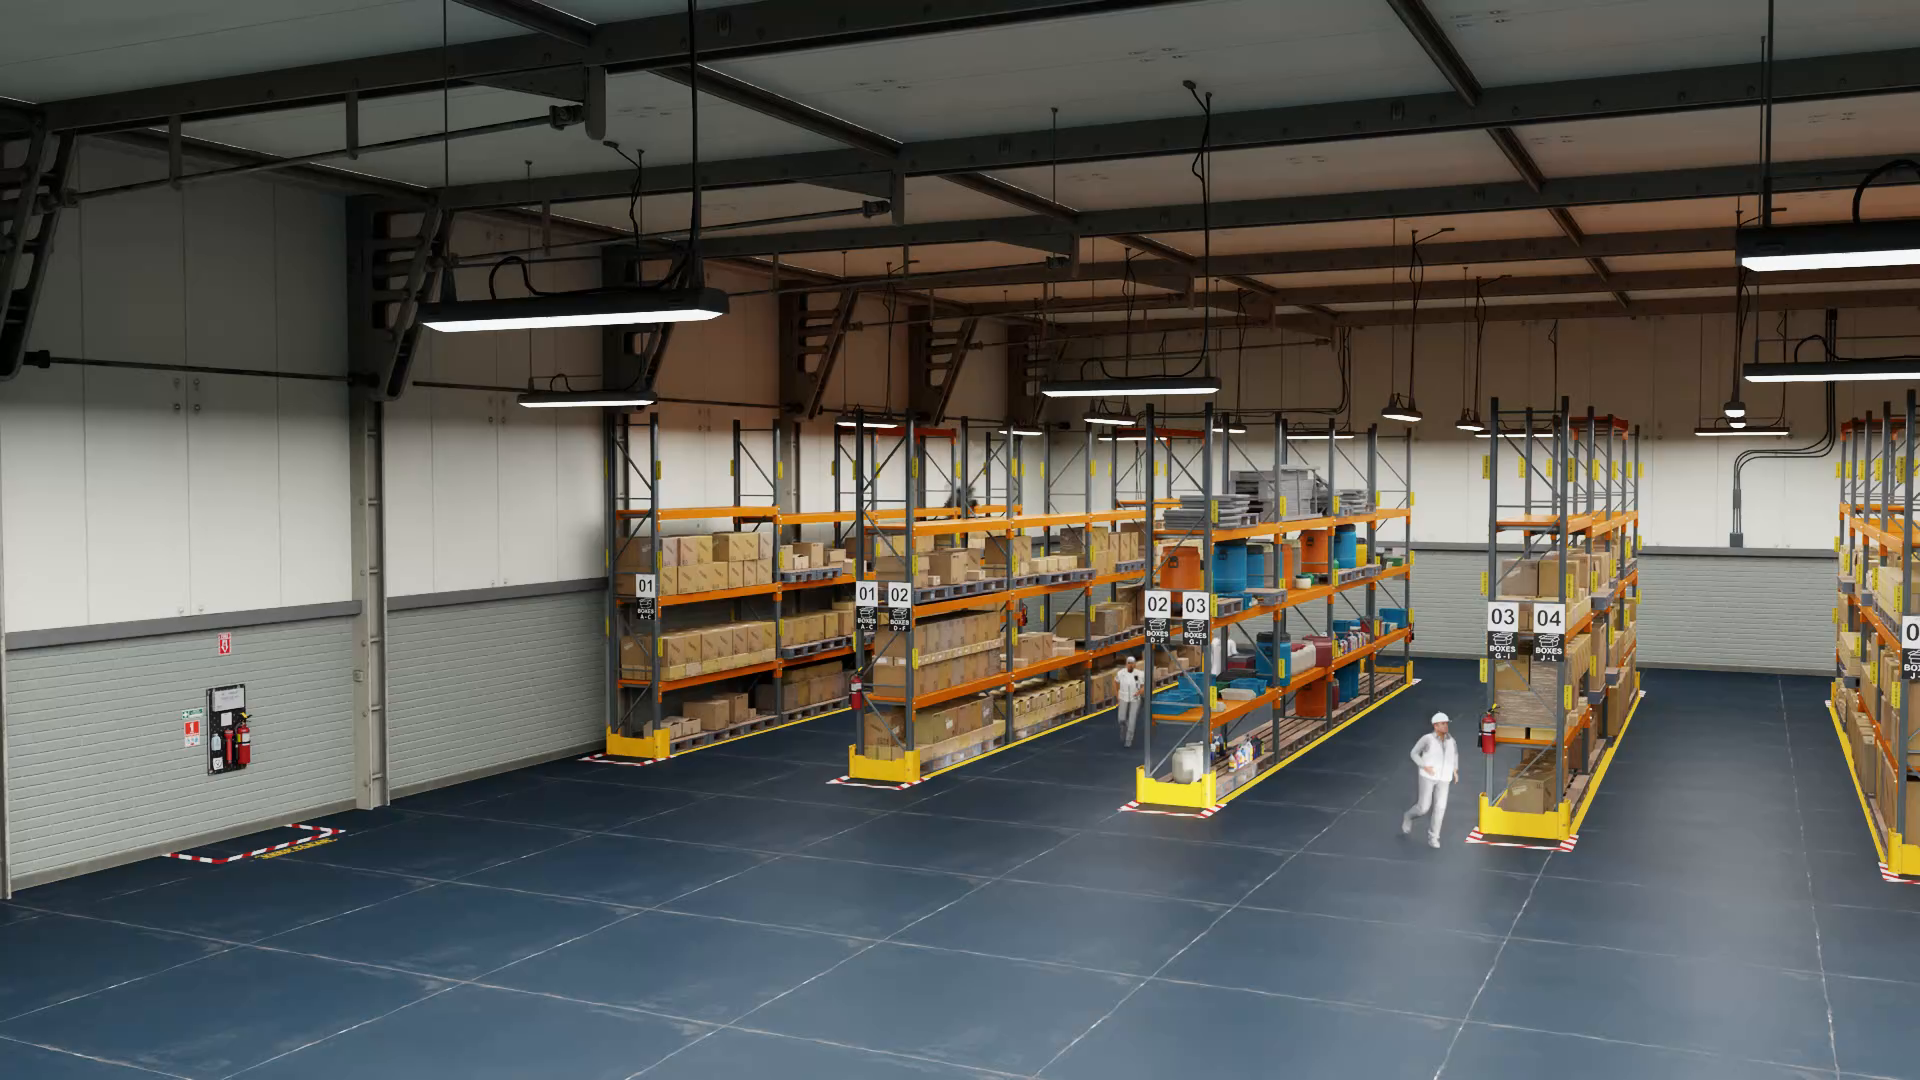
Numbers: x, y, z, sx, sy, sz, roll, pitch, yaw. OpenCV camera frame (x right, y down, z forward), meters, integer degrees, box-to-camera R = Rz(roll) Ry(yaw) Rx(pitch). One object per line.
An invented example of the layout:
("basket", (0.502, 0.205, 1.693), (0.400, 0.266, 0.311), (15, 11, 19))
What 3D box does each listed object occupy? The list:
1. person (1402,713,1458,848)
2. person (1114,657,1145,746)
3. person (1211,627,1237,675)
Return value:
("person", (6.411, 3.192, 22.320), (0.714, 1.729, 0.894), (0, 2, -9))
("person", (3.081, 2.927, 30.178), (0.612, 1.626, 0.522), (0, 2, 10))
("person", (5.379, 2.675, 34.321), (0.684, 1.768, 0.738), (1, 3, 17))
